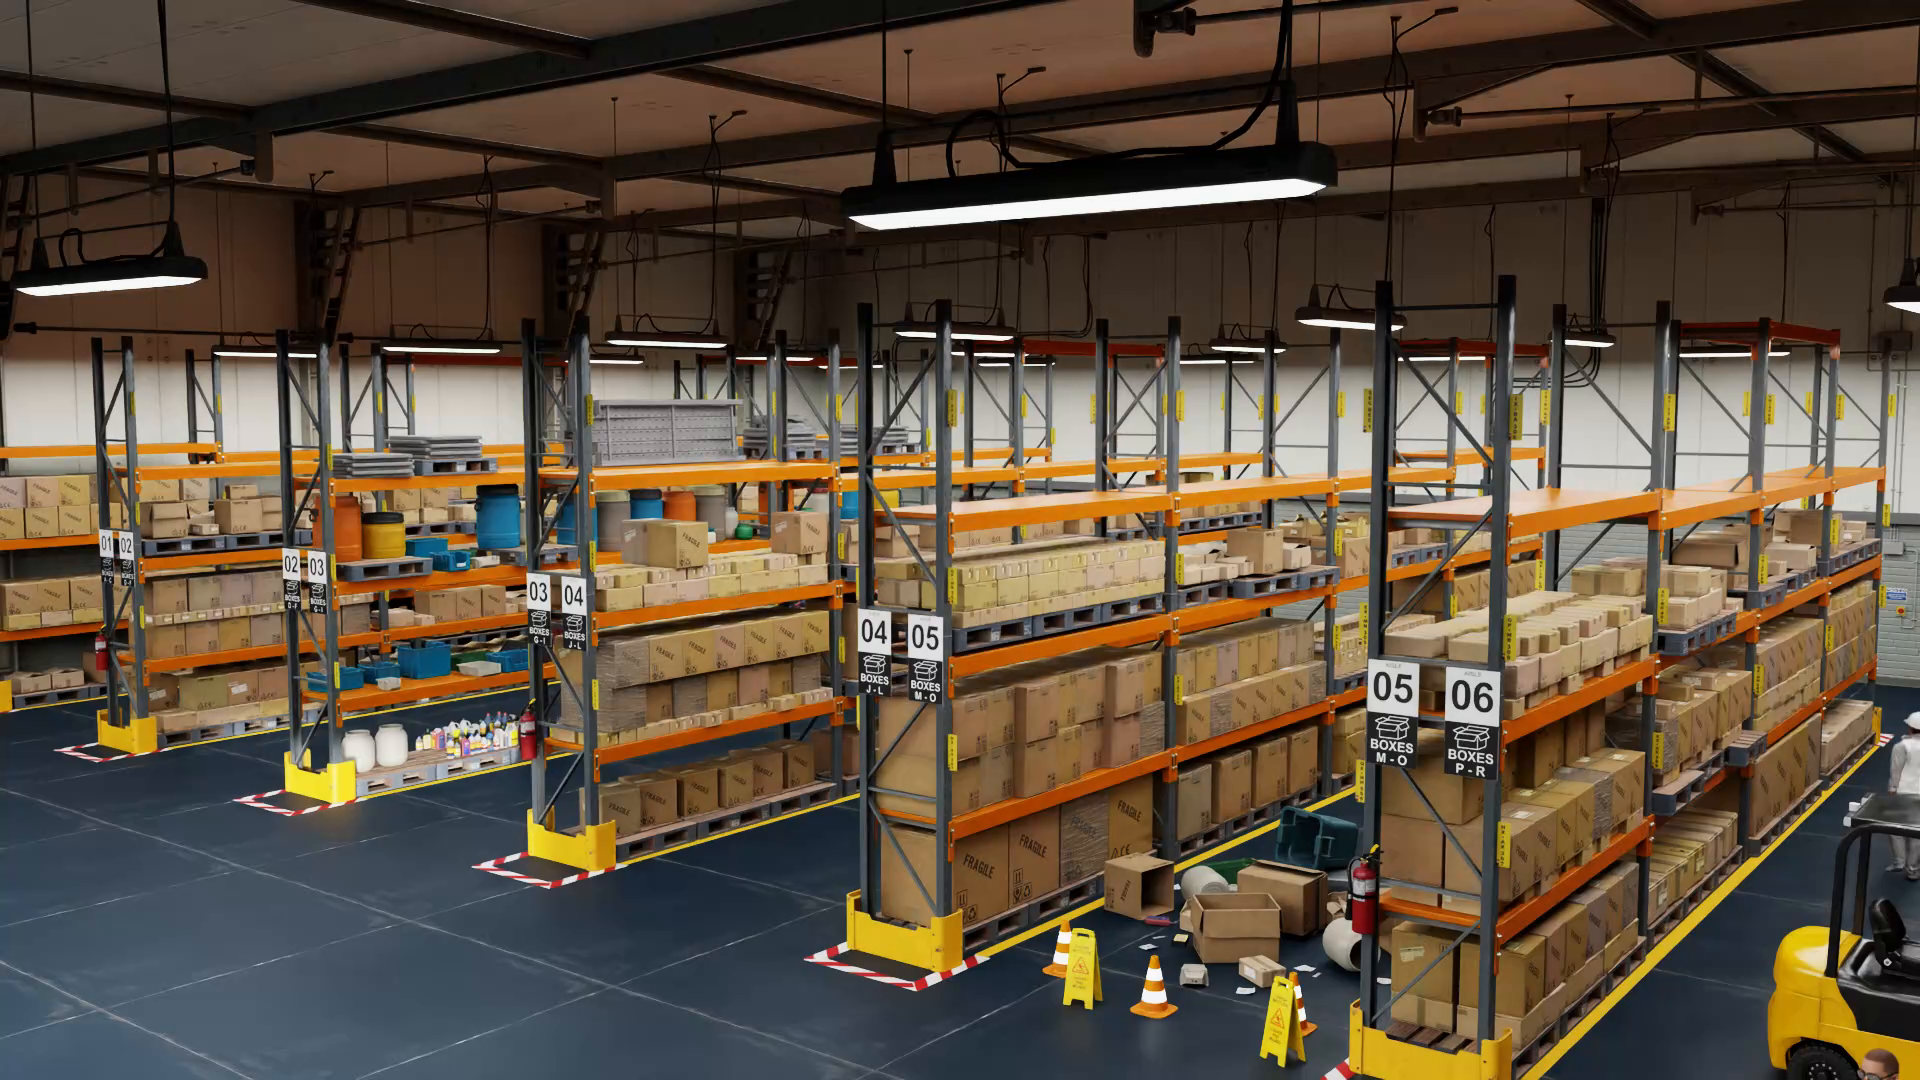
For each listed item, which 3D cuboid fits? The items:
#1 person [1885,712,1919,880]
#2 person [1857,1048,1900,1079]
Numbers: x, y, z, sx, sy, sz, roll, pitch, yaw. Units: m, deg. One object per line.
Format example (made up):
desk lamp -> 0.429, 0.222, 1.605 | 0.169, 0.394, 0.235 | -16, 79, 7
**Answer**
person -> 10.225, 2.743, 17.807 | 0.538, 1.802, 0.497 | 2, 5, 19
person -> 4.839, 3.536, 8.851 | 1.027, 1.675, 0.559 | -1, 5, -12
